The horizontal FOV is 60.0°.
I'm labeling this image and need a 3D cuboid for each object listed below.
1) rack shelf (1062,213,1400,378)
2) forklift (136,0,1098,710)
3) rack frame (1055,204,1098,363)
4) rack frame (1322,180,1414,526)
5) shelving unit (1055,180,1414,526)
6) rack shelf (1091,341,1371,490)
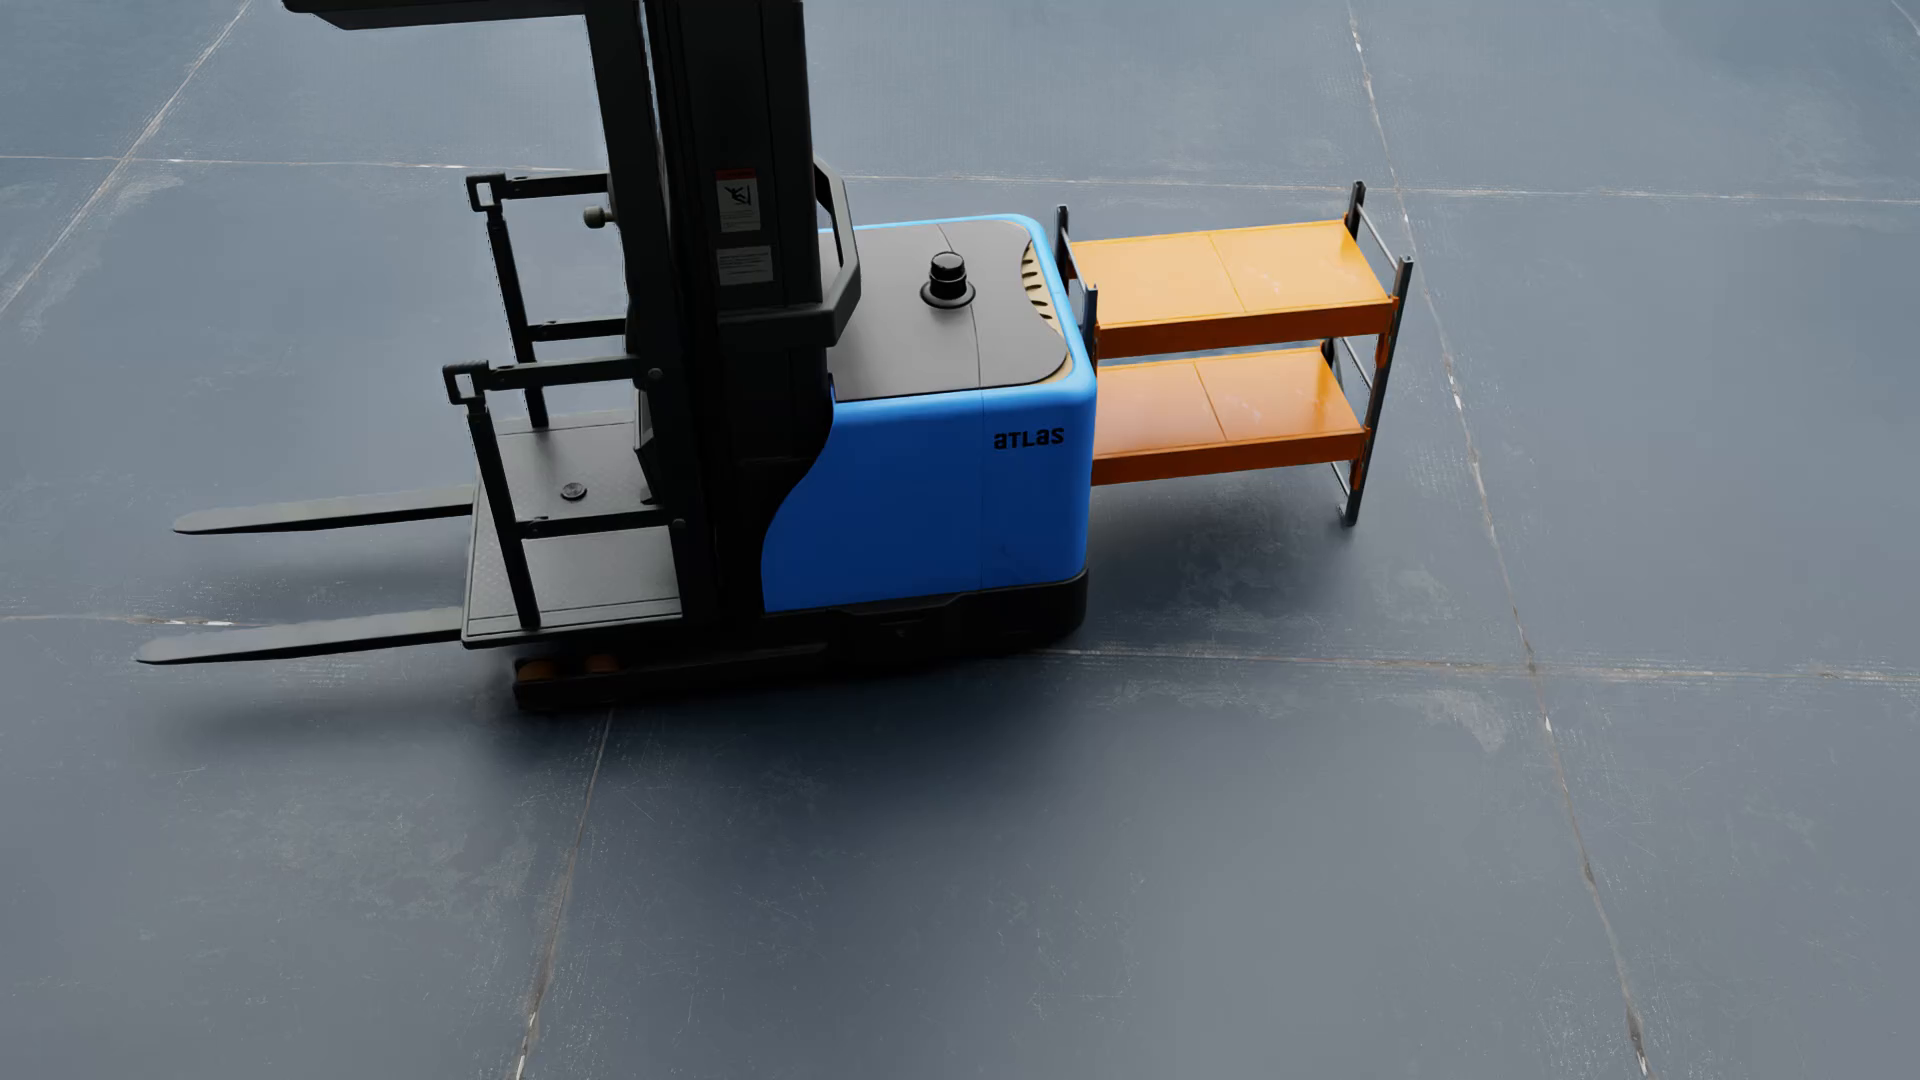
[{"bbox_3d":[0.876,-0.794,5.547,1.000,0.278,0.538,-6,43,-6],"label":"rack shelf"},{"bbox_3d":[-1.141,-0.912,4.778,3.031,2.935,1.130,-6,43,-6],"label":"forklift"},{"bbox_3d":[0.373,-0.527,5.689,0.032,1.125,0.500,-6,43,-6],"label":"rack frame"},{"bbox_3d":[1.378,-0.632,5.803,0.032,1.125,0.500,-6,43,-6],"label":"rack frame"},{"bbox_3d":[0.876,-0.580,5.746,1.048,1.125,0.538,-6,43,-6],"label":"shelving unit"},{"bbox_3d":[0.876,-0.401,5.913,1.000,0.278,0.538,-6,43,-6],"label":"rack shelf"}]
